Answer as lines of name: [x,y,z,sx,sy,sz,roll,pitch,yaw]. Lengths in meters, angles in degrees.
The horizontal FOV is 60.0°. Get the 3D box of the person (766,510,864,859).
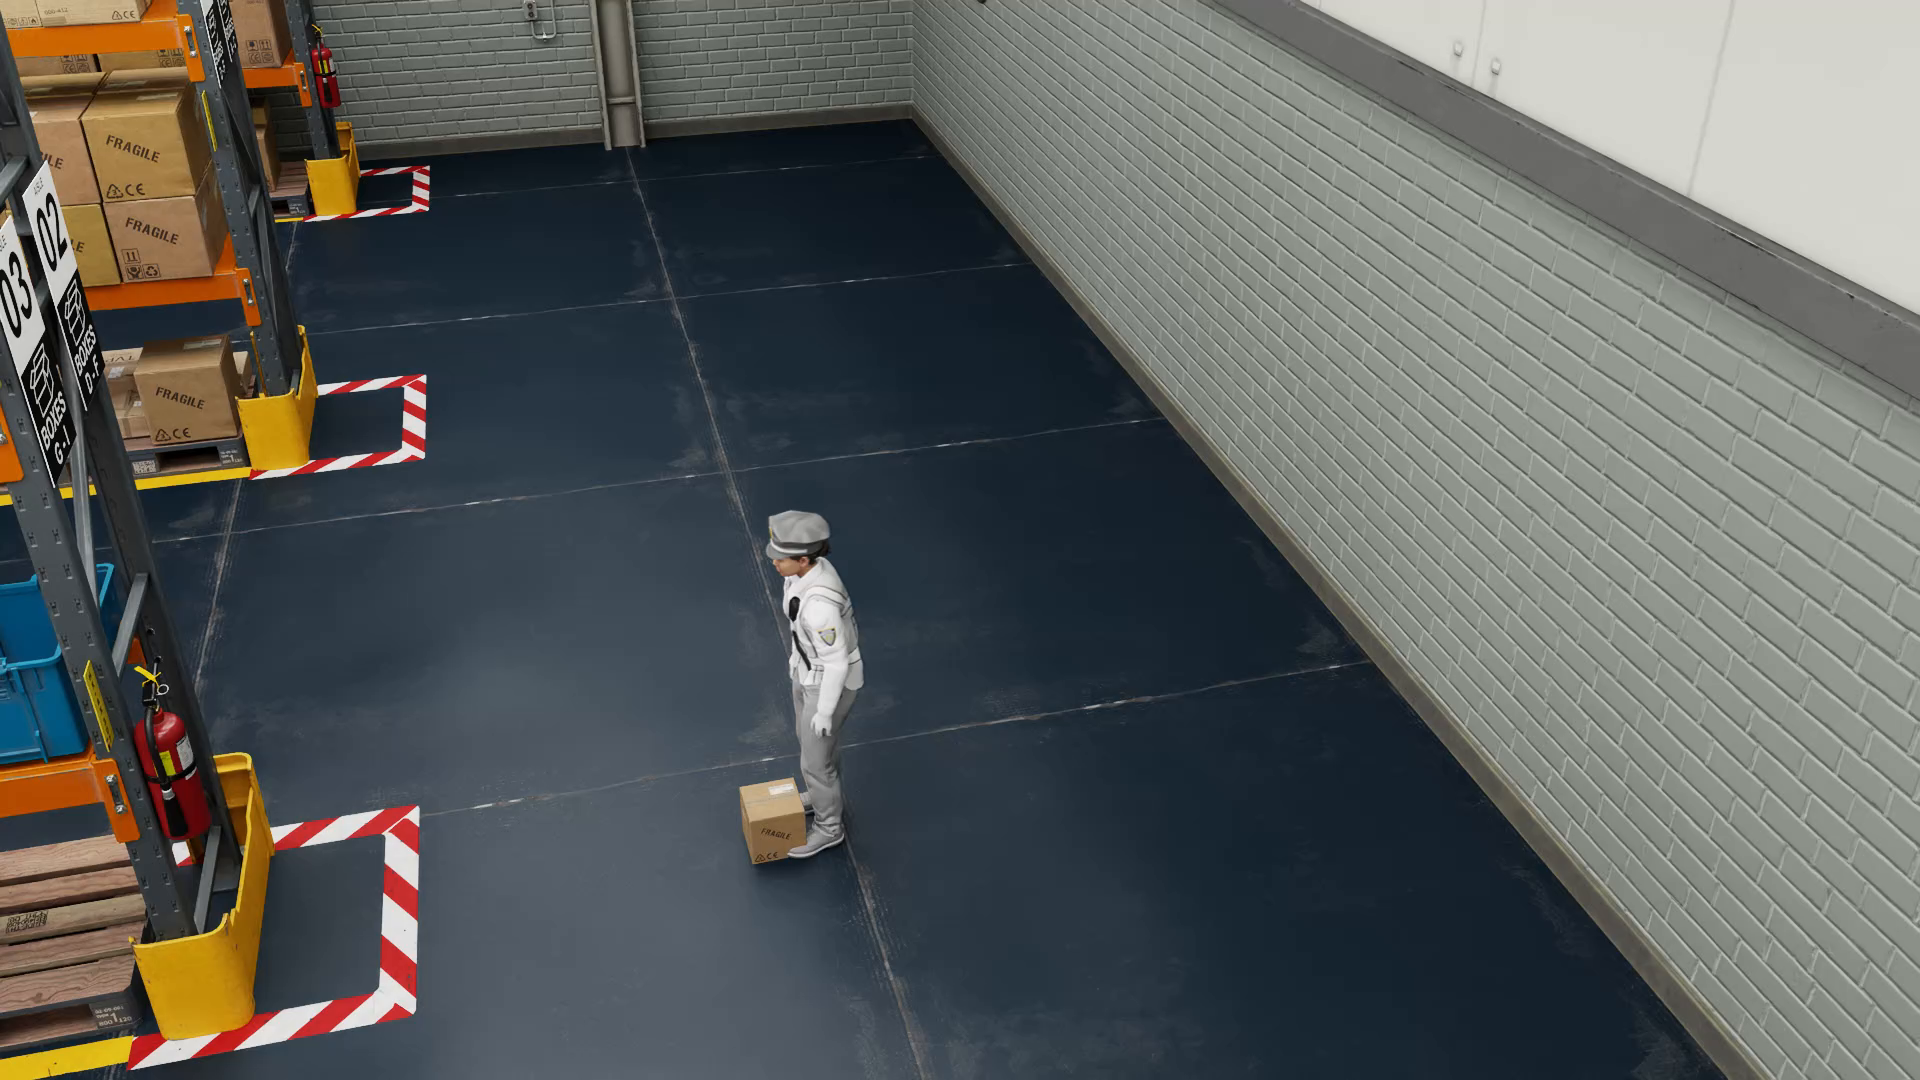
person: [-0.627,0.622,7.171,0.405,1.663,0.539,-9,32,-14]
